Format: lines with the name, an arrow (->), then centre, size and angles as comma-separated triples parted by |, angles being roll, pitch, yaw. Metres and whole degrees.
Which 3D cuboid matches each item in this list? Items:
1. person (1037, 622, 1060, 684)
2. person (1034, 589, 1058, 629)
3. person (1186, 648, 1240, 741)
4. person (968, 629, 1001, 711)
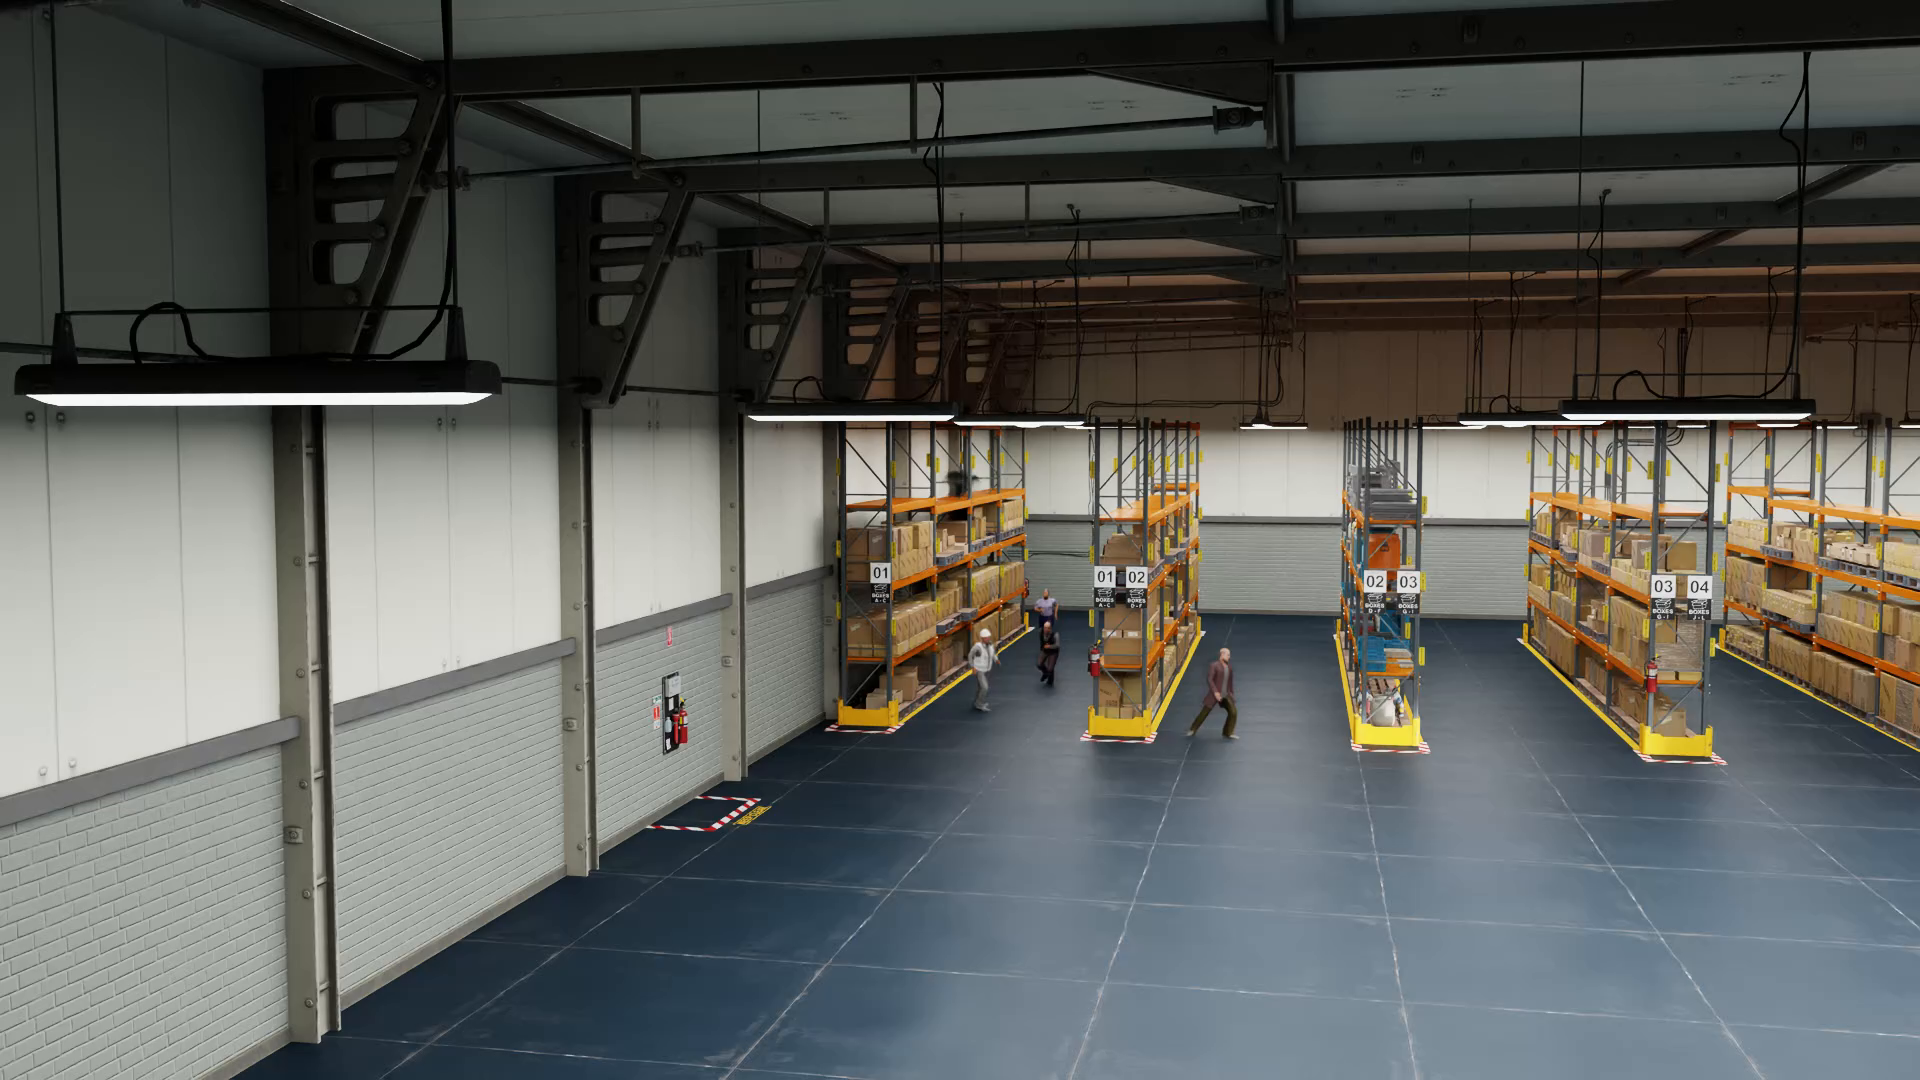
person -> 1.989, 2.546, 37.396 | 0.670, 1.476, 1.002 | 2, 4, 22
person -> 2.223, 2.110, 43.004 | 0.589, 1.681, 0.852 | 1, 4, 8
person -> 4.686, 2.861, 30.889 | 0.908, 1.711, 0.788 | -2, 4, -26
person -> 0.490, 2.671, 34.247 | 0.830, 1.719, 0.689 | 3, 5, 40
